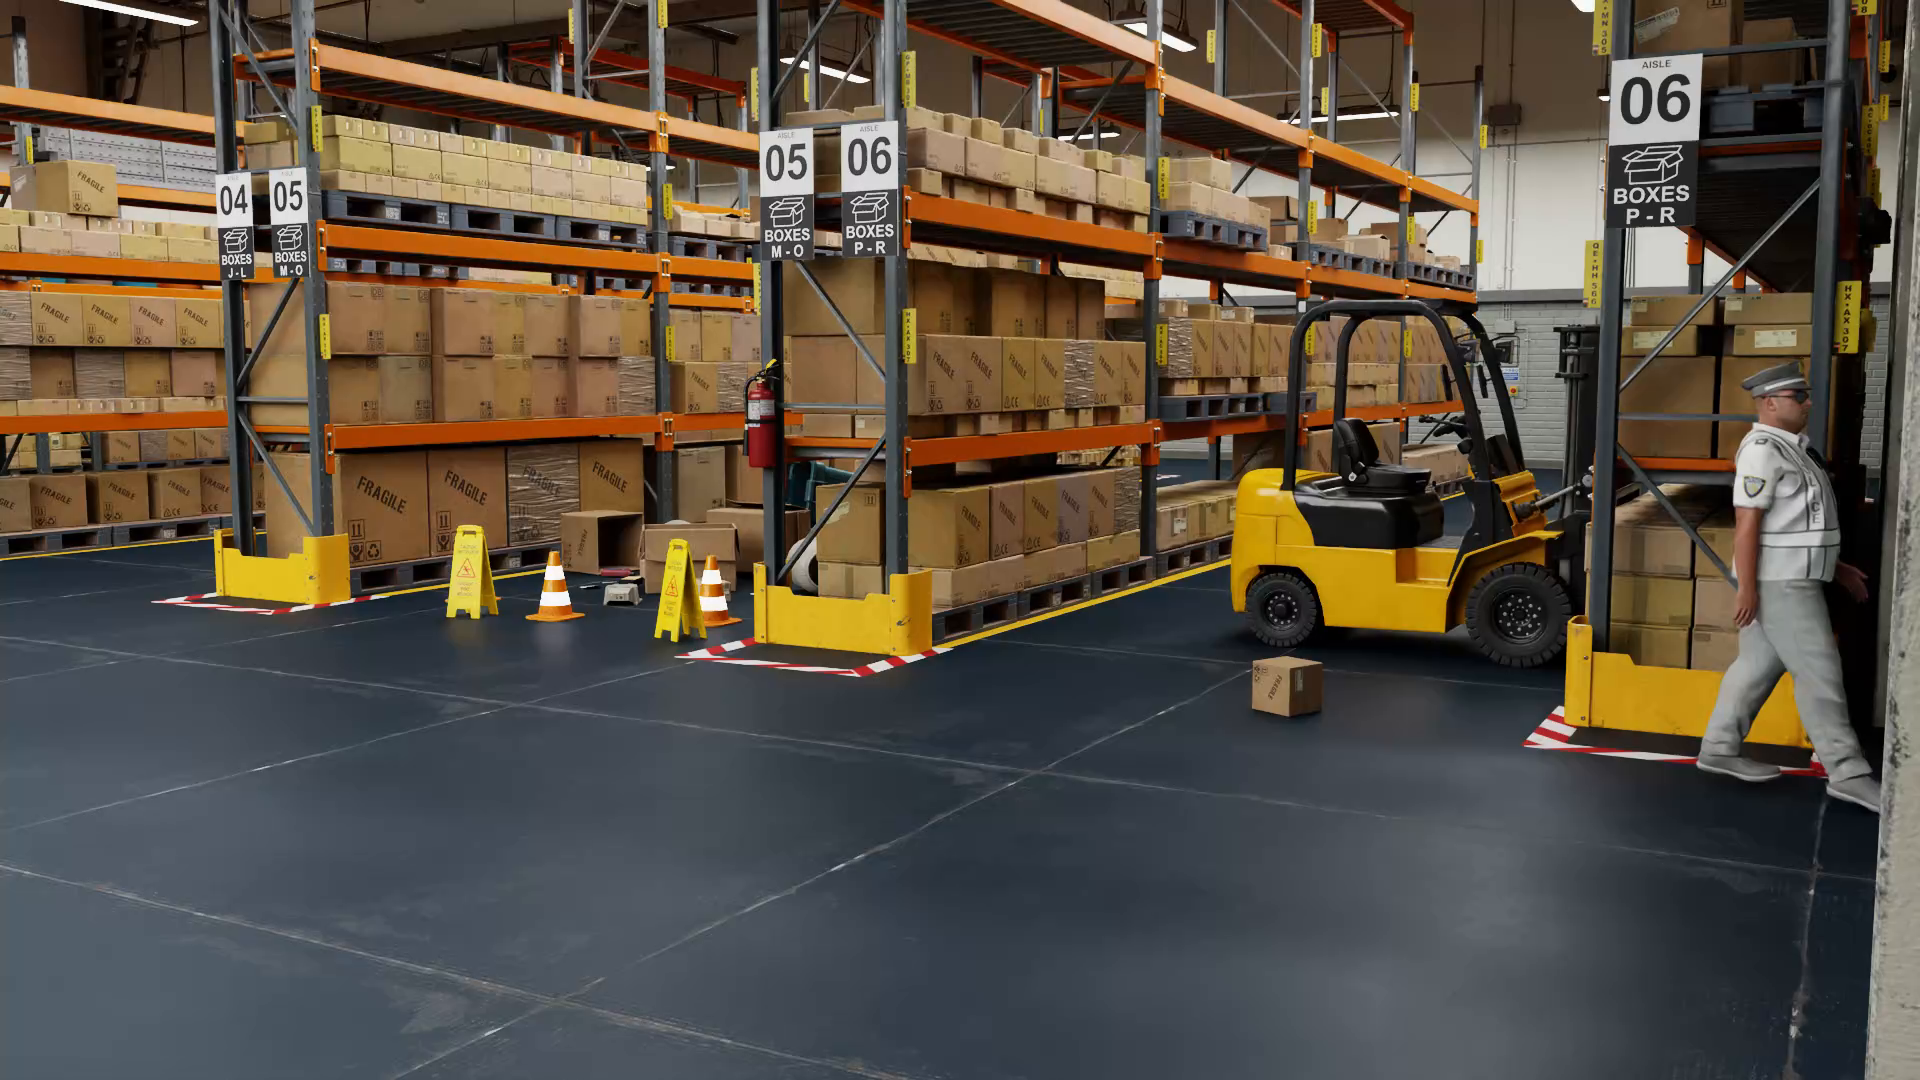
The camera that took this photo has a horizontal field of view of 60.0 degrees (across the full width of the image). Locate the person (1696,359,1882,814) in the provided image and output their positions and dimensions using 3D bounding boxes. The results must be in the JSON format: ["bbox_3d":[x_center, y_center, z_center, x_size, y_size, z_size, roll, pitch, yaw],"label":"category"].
[{"bbox_3d":[3.448,0.157,6.714,0.824,1.764,0.538,3,7,30],"label":"person"}]
